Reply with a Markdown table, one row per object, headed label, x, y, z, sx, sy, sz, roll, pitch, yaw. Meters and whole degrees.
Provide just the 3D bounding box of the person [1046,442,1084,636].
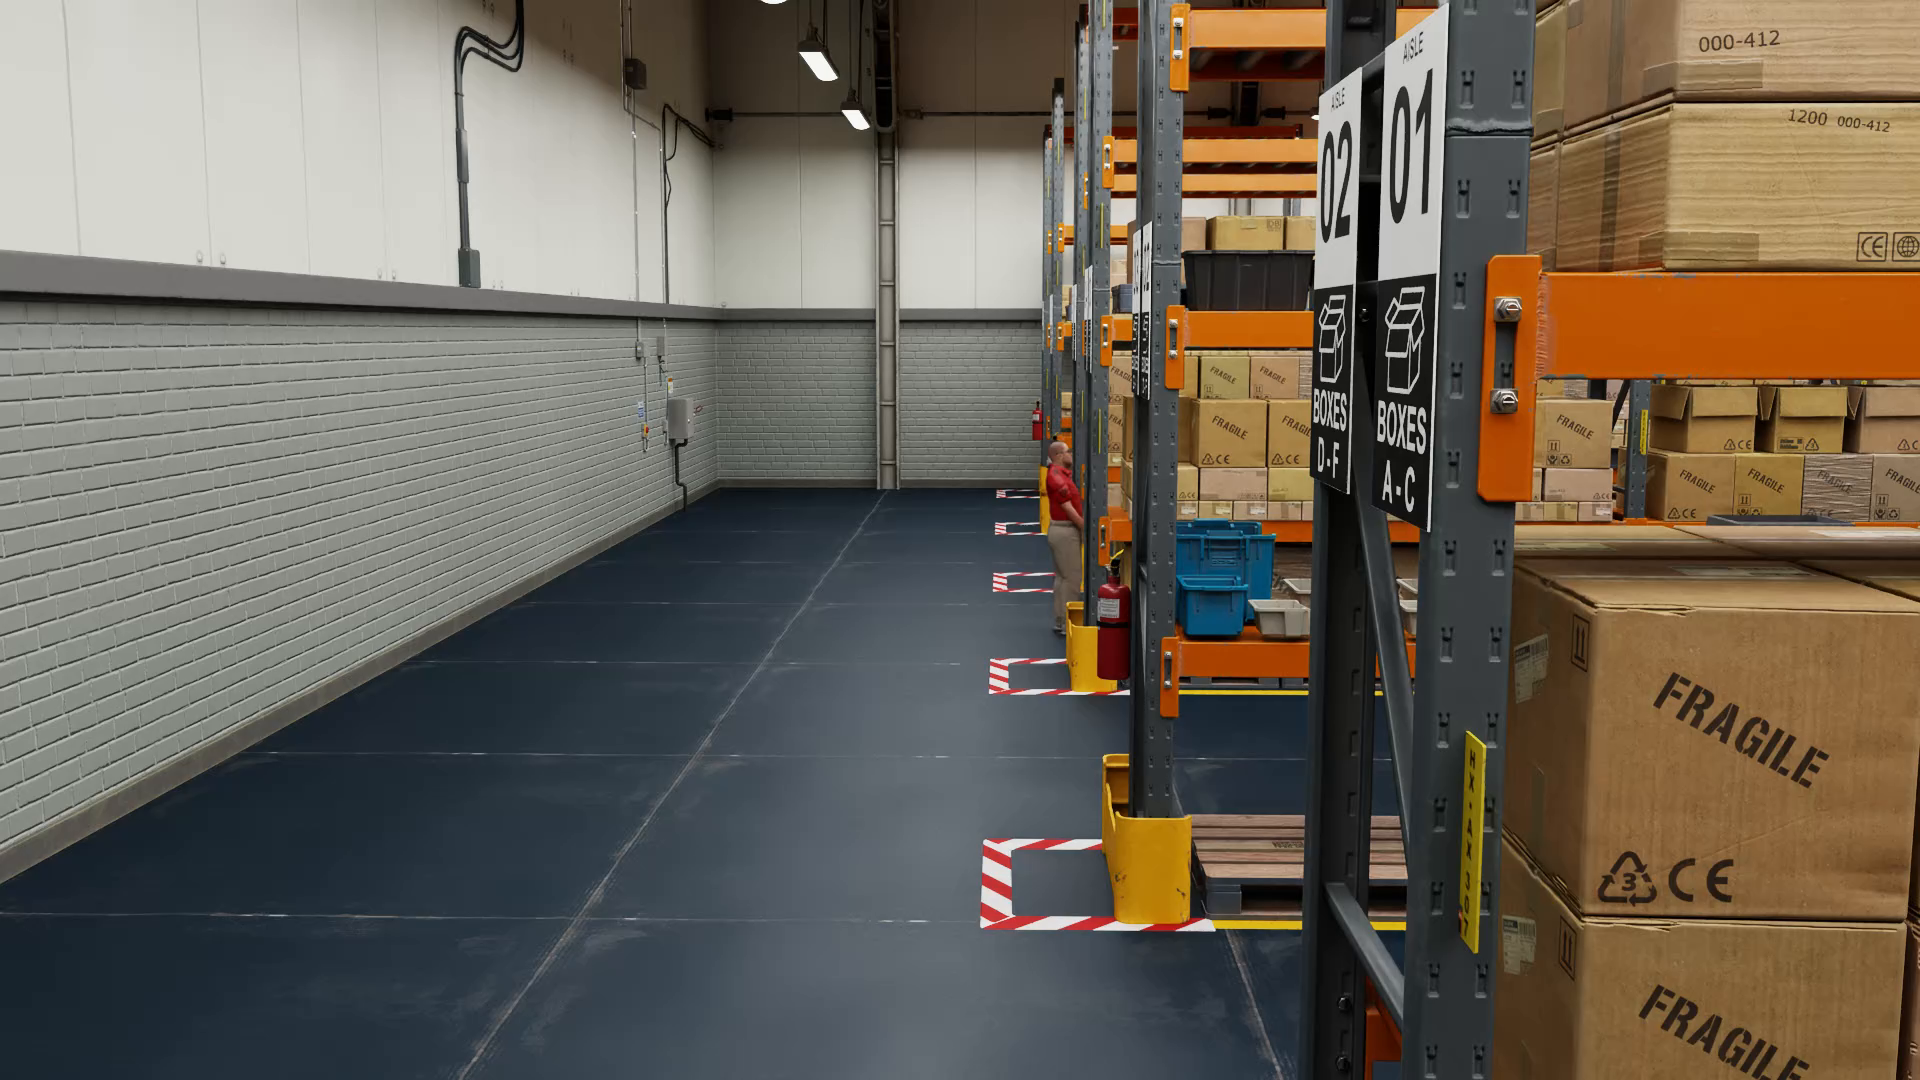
| label | x | y | z | sx | sy | sz | roll | pitch | yaw |
| --- | --- | --- | --- | --- | --- | --- | --- | --- | --- |
| person | 1.009 | -0.020 | 14.984 | 0.481 | 1.729 | 0.550 | 0 | 7 | 2 |
